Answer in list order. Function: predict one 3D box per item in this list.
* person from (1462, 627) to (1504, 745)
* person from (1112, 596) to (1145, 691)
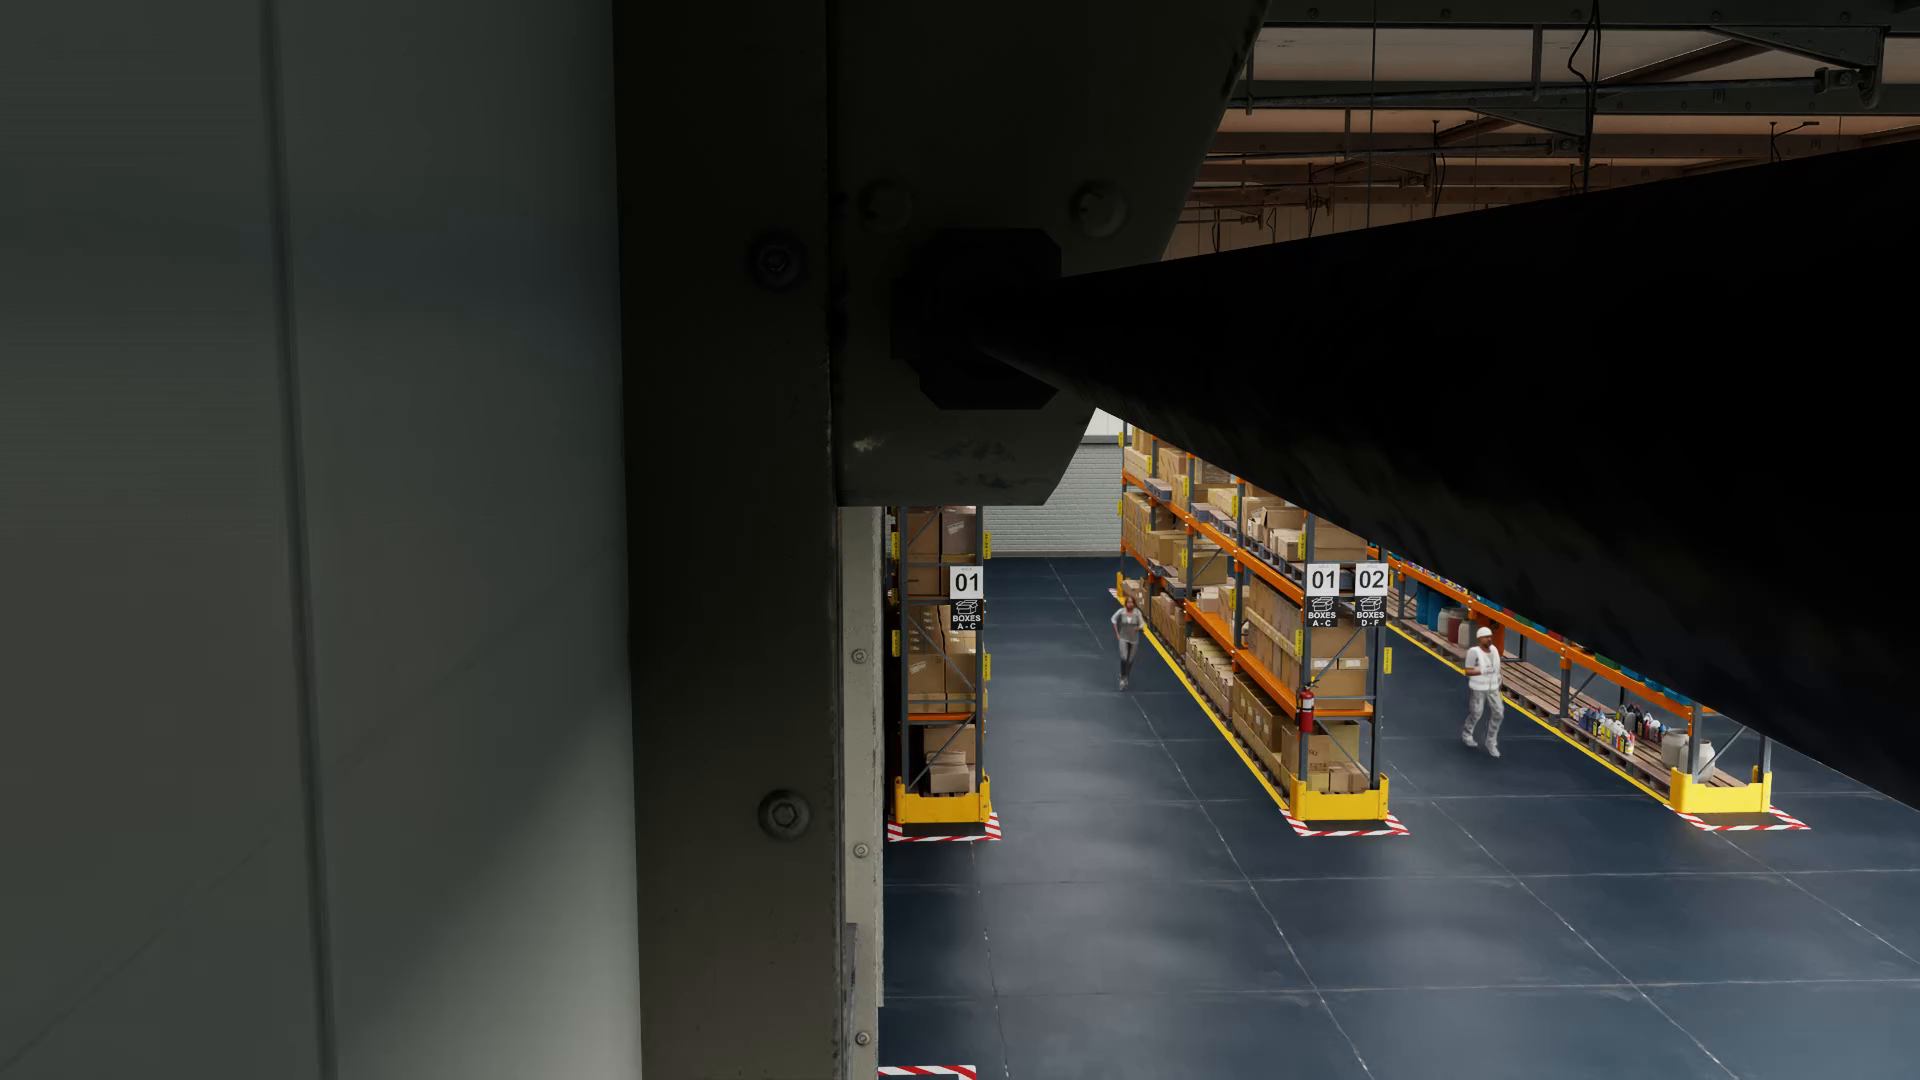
[{"bbox_3d":[7.432,2.061,23.546,0.654,1.664,0.717,-2,8,-16],"label":"person"},{"bbox_3d":[2.787,1.697,27.510,0.523,1.568,0.704,0,8,-3],"label":"person"}]
